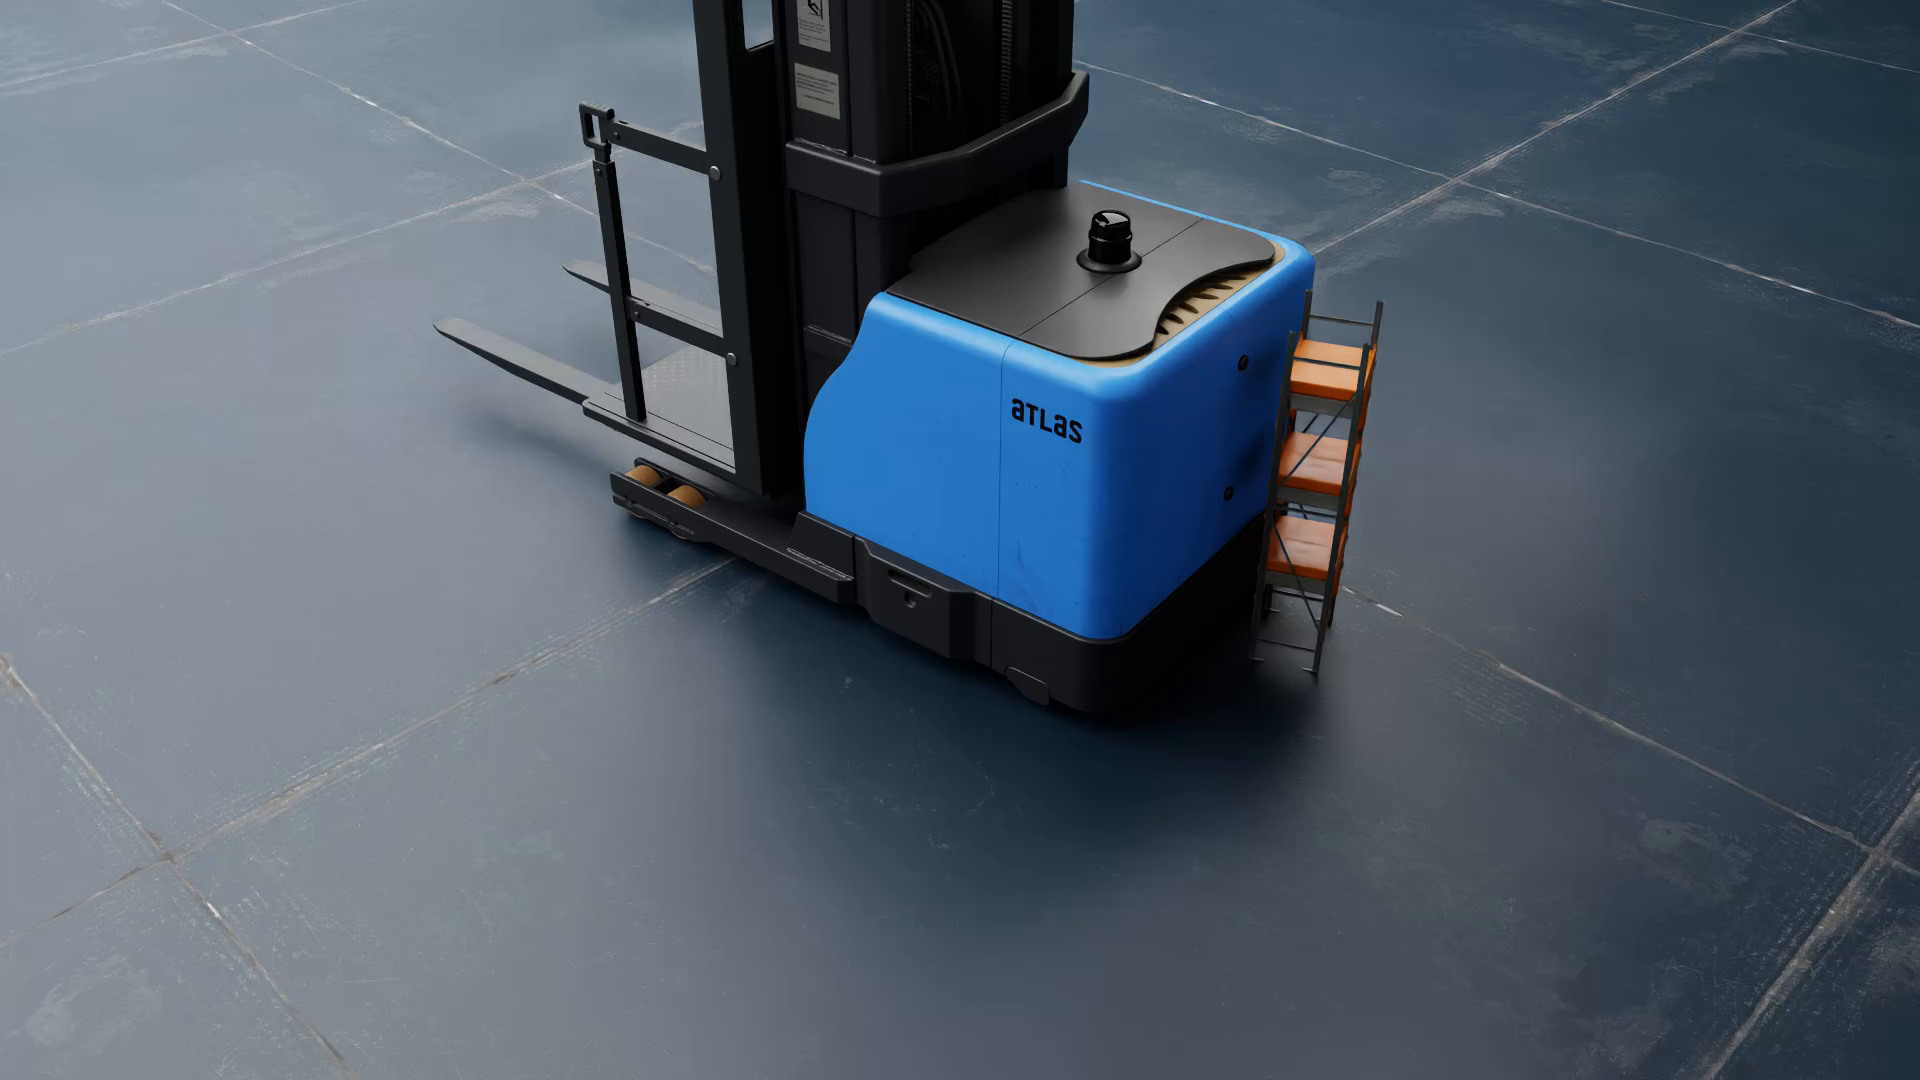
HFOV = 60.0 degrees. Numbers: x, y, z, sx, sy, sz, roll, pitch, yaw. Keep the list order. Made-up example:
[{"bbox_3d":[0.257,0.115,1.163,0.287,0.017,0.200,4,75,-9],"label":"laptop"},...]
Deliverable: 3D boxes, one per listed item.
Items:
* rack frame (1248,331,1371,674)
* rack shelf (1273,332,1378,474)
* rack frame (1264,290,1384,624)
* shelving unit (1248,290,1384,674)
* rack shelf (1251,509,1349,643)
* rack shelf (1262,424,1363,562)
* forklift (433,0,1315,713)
[{"bbox_3d":[0.920,-0.073,4.437,0.200,1.050,0.008,11,36,16],"label":"rack frame"},{"bbox_3d":[0.961,-0.363,4.375,0.215,0.259,0.240,11,36,16],"label":"rack shelf"},{"bbox_3d":[1.001,-0.205,4.626,0.200,1.050,0.008,11,36,16],"label":"rack frame"},{"bbox_3d":[0.961,-0.139,4.531,0.215,1.050,0.252,11,36,16],"label":"shelving unit"},{"bbox_3d":[0.961,0.098,4.696,0.215,0.259,0.240,11,36,16],"label":"rack shelf"},{"bbox_3d":[0.961,-0.130,4.537,0.215,0.259,0.240,11,36,16],"label":"rack shelf"},{"bbox_3d":[-0.493,-1.419,4.723,3.031,2.935,1.130,24,41,30],"label":"forklift"}]
